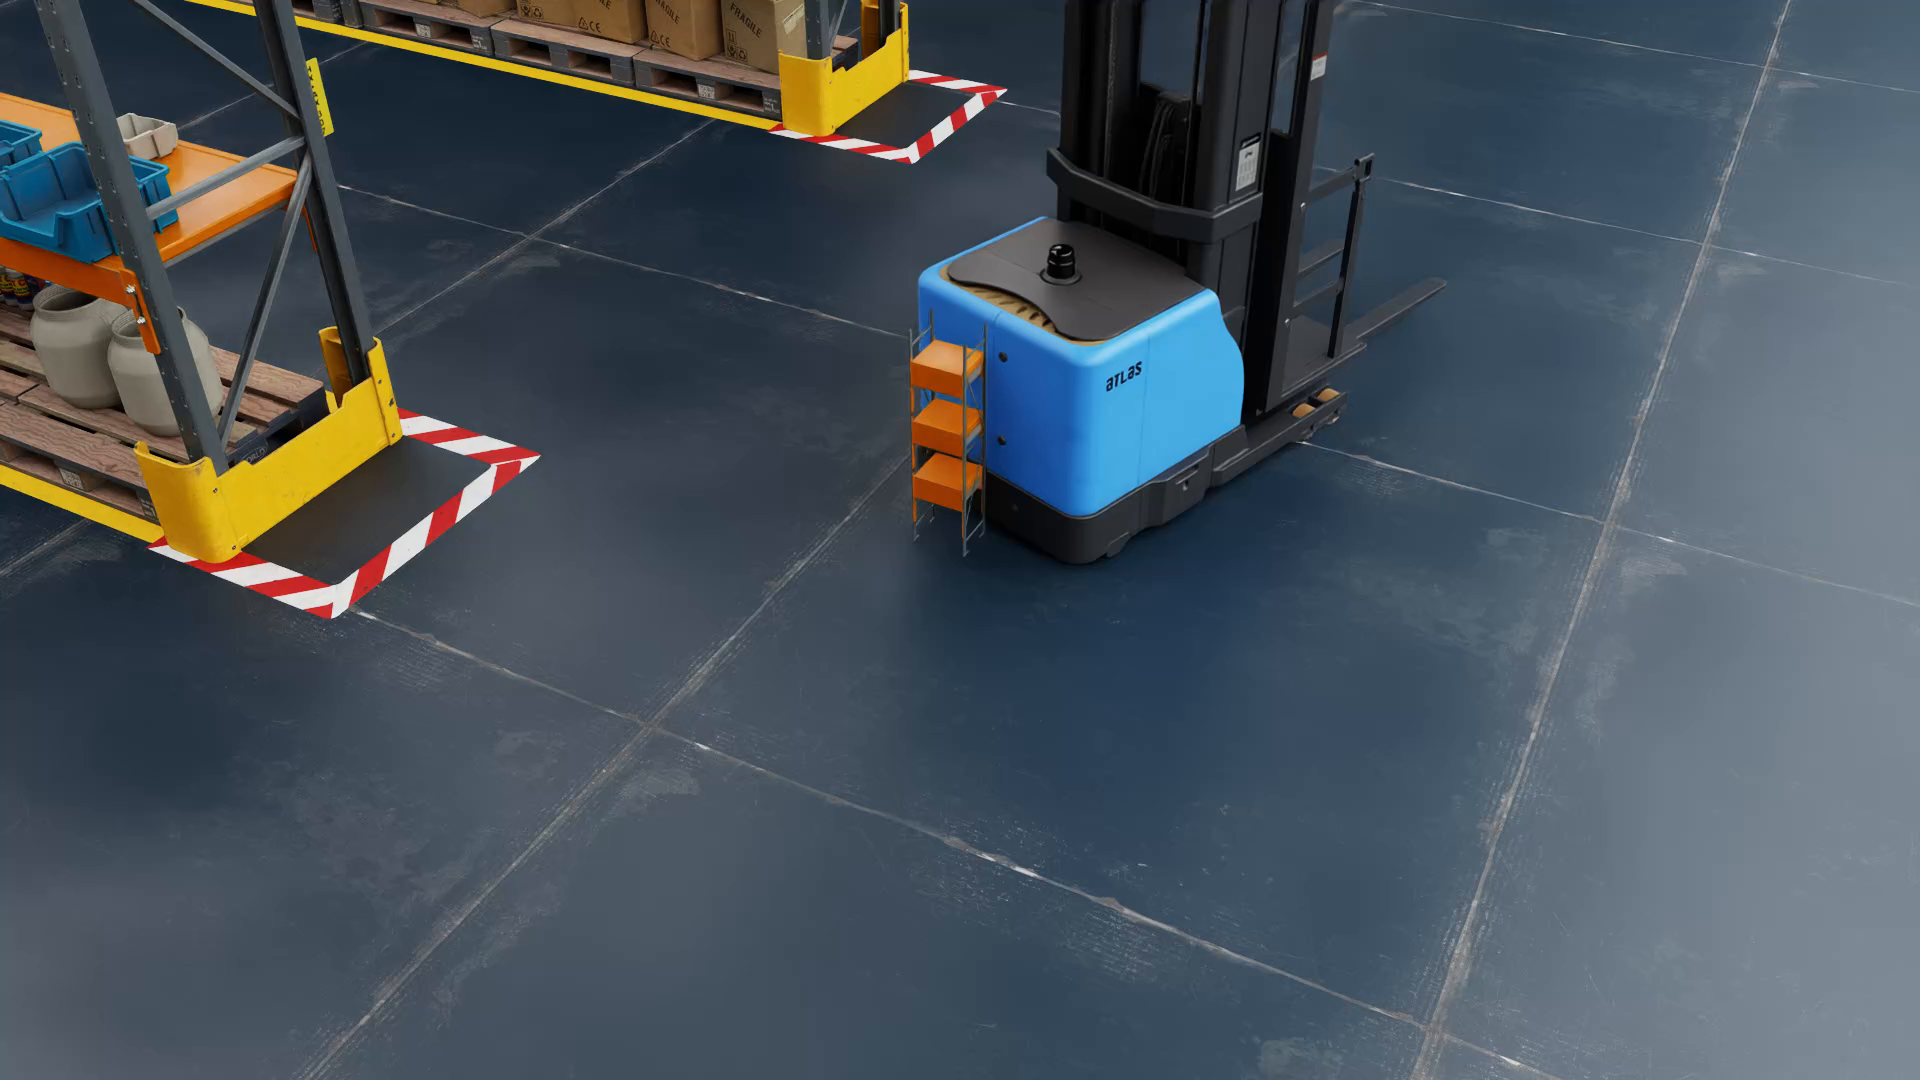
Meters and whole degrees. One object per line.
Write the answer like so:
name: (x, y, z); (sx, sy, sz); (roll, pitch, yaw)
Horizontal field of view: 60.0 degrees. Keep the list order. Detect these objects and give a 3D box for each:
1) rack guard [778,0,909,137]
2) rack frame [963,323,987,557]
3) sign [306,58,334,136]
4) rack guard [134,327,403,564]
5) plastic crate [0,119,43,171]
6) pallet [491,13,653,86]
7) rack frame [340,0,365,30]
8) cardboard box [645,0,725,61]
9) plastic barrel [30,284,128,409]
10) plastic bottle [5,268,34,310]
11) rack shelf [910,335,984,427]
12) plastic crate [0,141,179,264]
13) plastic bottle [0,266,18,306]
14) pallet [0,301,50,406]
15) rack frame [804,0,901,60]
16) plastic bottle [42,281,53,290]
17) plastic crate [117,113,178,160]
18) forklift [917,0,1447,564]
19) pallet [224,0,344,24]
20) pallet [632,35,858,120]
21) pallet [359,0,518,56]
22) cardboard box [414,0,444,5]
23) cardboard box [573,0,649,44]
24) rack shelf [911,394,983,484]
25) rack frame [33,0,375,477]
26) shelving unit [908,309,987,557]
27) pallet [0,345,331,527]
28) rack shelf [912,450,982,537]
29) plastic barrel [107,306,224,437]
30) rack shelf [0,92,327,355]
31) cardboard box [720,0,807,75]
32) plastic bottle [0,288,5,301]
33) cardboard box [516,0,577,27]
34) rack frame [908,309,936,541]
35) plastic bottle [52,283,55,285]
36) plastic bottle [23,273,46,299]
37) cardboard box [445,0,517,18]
rack guard: (-0.748, -3.130, 10.959); (0.348, 0.500, 1.175); (17, 41, 21)
rack frame: (0.061, -0.399, 6.907); (0.008, 1.050, 0.200); (17, 41, 21)
sign: (-2.702, -1.849, 6.976); (0.005, 0.325, 0.100); (17, 41, 21)
rack guard: (-3.048, -0.445, 7.423); (0.348, 0.500, 1.175); (17, 41, 21)
plastic crate: (-4.115, -1.548, 6.931); (0.408, 0.251, 0.499); (17, 41, 21)
pallet: (-2.533, -3.599, 11.817); (1.213, 0.211, 1.003); (17, 41, 21)
rack frame: (-4.233, -5.216, 11.641); (0.127, 3.000, 1.000); (17, 41, 21)
cardboard box: (-1.774, -3.606, 11.240); (0.500, 0.500, 0.500); (29, 46, 33)
plastic barrel: (-4.023, -0.903, 7.668); (0.421, 0.512, 0.421); (0, 37, 0)
plastic bottle: (-4.730, -1.300, 8.375); (0.097, 0.271, 0.097); (0, 37, 0)
rack shelf: (-0.048, -0.651, 6.787); (0.240, 0.259, 0.215); (17, 41, 21)
plastic crate: (-3.541, -1.364, 6.689); (0.616, 0.251, 0.499); (17, 41, 21)
plastic bottle: (-4.819, -1.328, 8.411); (0.097, 0.271, 0.097); (0, 37, 0)
pallet: (-4.846, -0.899, 8.259); (1.213, 0.211, 1.003); (17, 41, 21)
rack frame: (-0.681, -4.104, 10.176); (0.127, 3.000, 1.000); (17, 41, 21)
plastic bottle: (-4.517, -1.206, 8.308); (0.097, 0.201, 0.097); (0, 37, 0)
plastic crate: (-3.605, -1.761, 7.308); (0.250, 0.136, 0.298); (17, 41, 21)
forklift: (1.217, -1.846, 7.258); (3.031, 2.935, 1.130); (-30, 47, -34)
pallet: (-4.925, -4.321, 12.768); (1.213, 0.211, 1.003); (17, 41, 21)
pallet: (-1.454, -3.259, 11.369); (1.213, 0.211, 1.003); (17, 41, 21)
pallet: (-3.620, -3.938, 12.263); (1.213, 0.211, 1.003); (17, 41, 21)
cardboard box: (-3.896, -4.255, 12.095); (0.500, 0.500, 0.500); (16, 40, 20)
cardboard box: (-2.322, -3.790, 11.483); (0.500, 0.500, 0.500); (21, 42, 26)
rack shelf: (-0.048, -0.425, 6.959); (0.240, 0.259, 0.215); (17, 41, 21)
rack frame: (-2.959, -1.445, 6.673); (0.127, 3.000, 1.000); (17, 41, 21)
shelving unit: (-0.048, -0.433, 6.952); (0.252, 1.050, 0.215); (17, 41, 21)
pallet: (-3.767, -0.559, 7.812); (1.213, 0.211, 1.003); (17, 41, 21)
rack shelf: (-0.048, -0.203, 7.127); (0.240, 0.259, 0.215); (17, 41, 21)
plastic barrel: (-3.578, -0.763, 7.485); (0.421, 0.512, 0.421); (0, 37, 0)
rack shelf: (-4.735, -1.714, 7.623); (4.000, 0.370, 1.077); (17, 41, 21)
cardboard box: (-1.228, -3.458, 11.045); (0.500, 0.500, 0.500); (25, 44, 29)
plastic bottle: (-4.907, -1.328, 8.469); (0.097, 0.201, 0.097); (0, 37, 0)
cardboard box: (-2.797, -3.970, 11.719); (0.500, 0.500, 0.500); (14, 39, 18)
rack frame: (-0.156, -0.467, 6.997); (0.008, 1.050, 0.200); (17, 41, 21)
plastic bottle: (-4.425, -1.205, 8.249); (0.097, 0.271, 0.097); (0, 37, 0)
plastic bottle: (-4.618, -1.282, 8.341); (0.133, 0.283, 0.061); (18, 41, 22)
cardboard box: (-3.384, -4.100, 11.890); (0.500, 0.500, 0.500); (-30, 47, -34)
